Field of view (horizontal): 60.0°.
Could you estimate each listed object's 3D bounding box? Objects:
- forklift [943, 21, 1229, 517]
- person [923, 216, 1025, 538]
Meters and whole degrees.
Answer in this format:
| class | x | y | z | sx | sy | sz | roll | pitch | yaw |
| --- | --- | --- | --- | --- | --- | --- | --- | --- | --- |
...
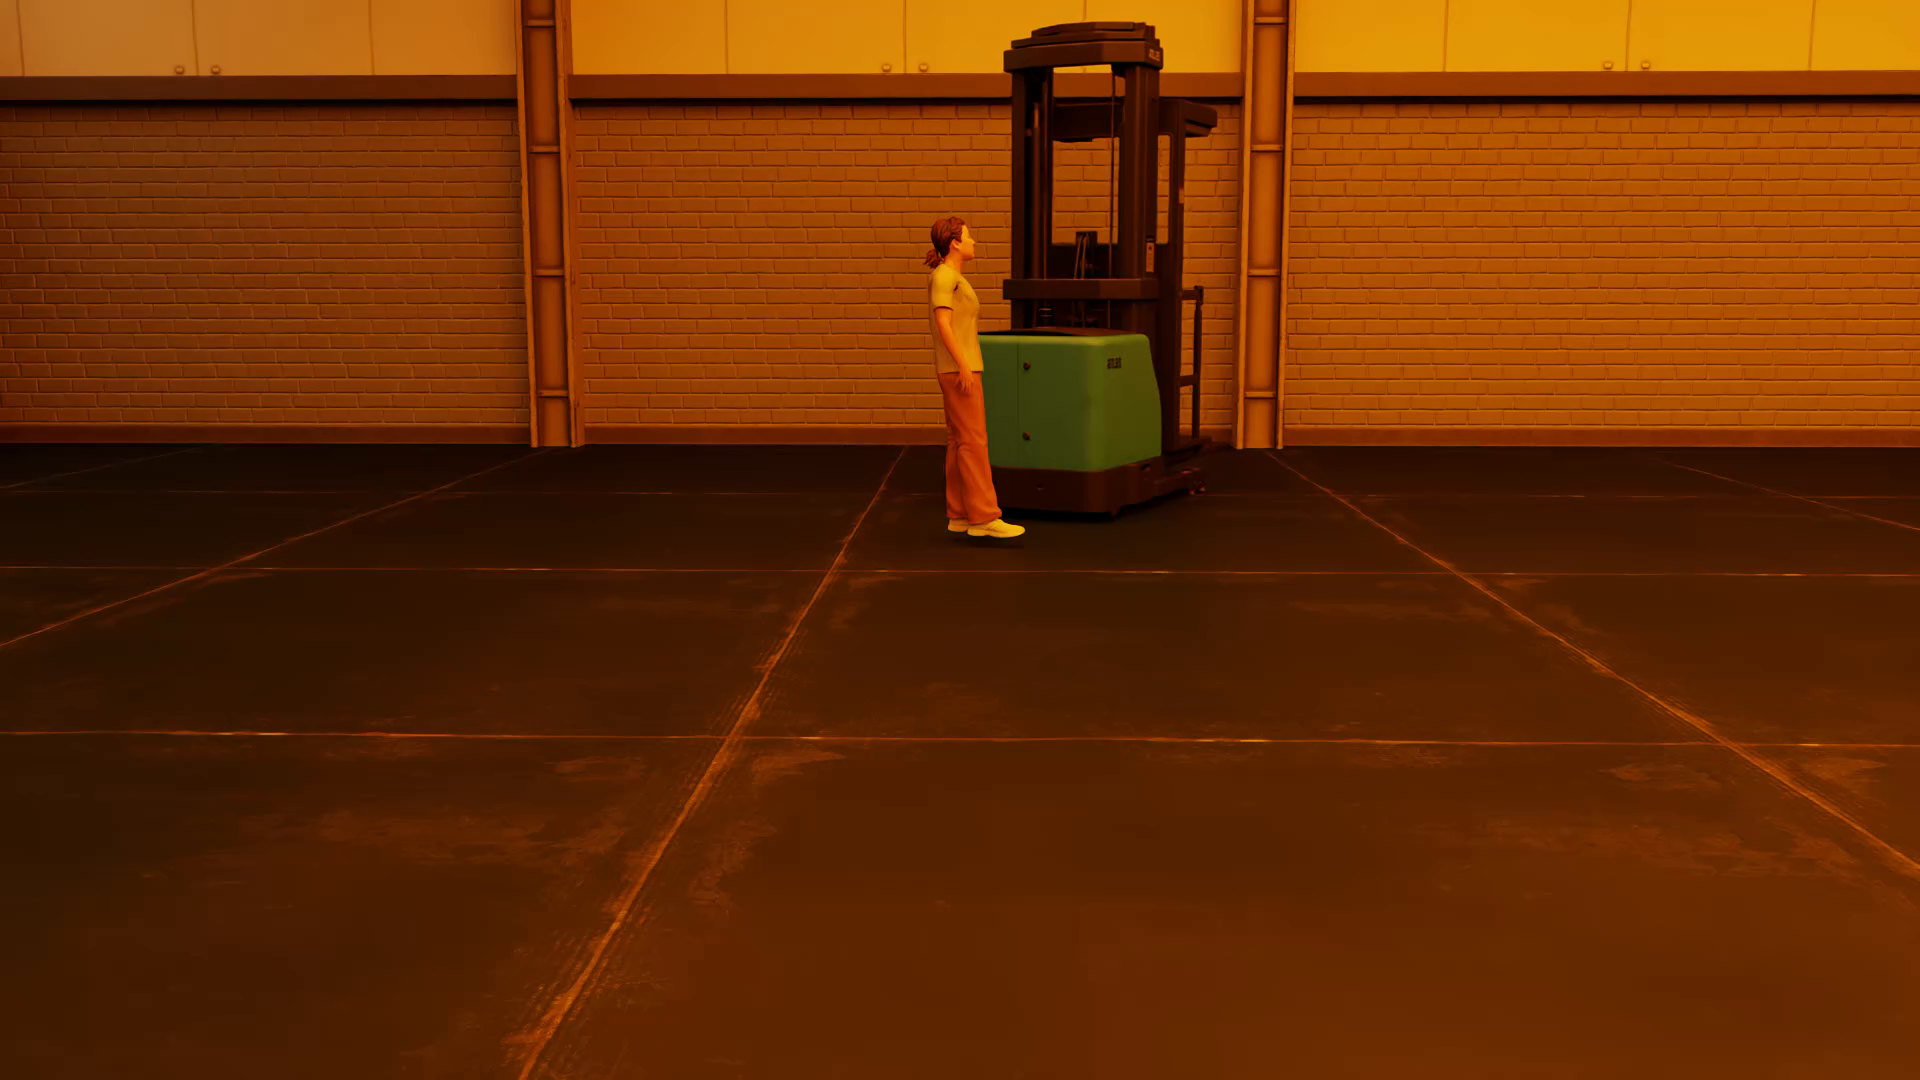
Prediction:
| class | x | y | z | sx | sy | sz | roll | pitch | yaw |
| --- | --- | --- | --- | --- | --- | --- | --- | --- | --- |
| forklift | 1.004 | -1.766 | 10.859 | 1.130 | 2.935 | 3.031 | 4 | 10 | 26 |
| person | 0.073 | -0.873 | 8.856 | 0.549 | 1.676 | 0.553 | 0 | 9 | 1 |
